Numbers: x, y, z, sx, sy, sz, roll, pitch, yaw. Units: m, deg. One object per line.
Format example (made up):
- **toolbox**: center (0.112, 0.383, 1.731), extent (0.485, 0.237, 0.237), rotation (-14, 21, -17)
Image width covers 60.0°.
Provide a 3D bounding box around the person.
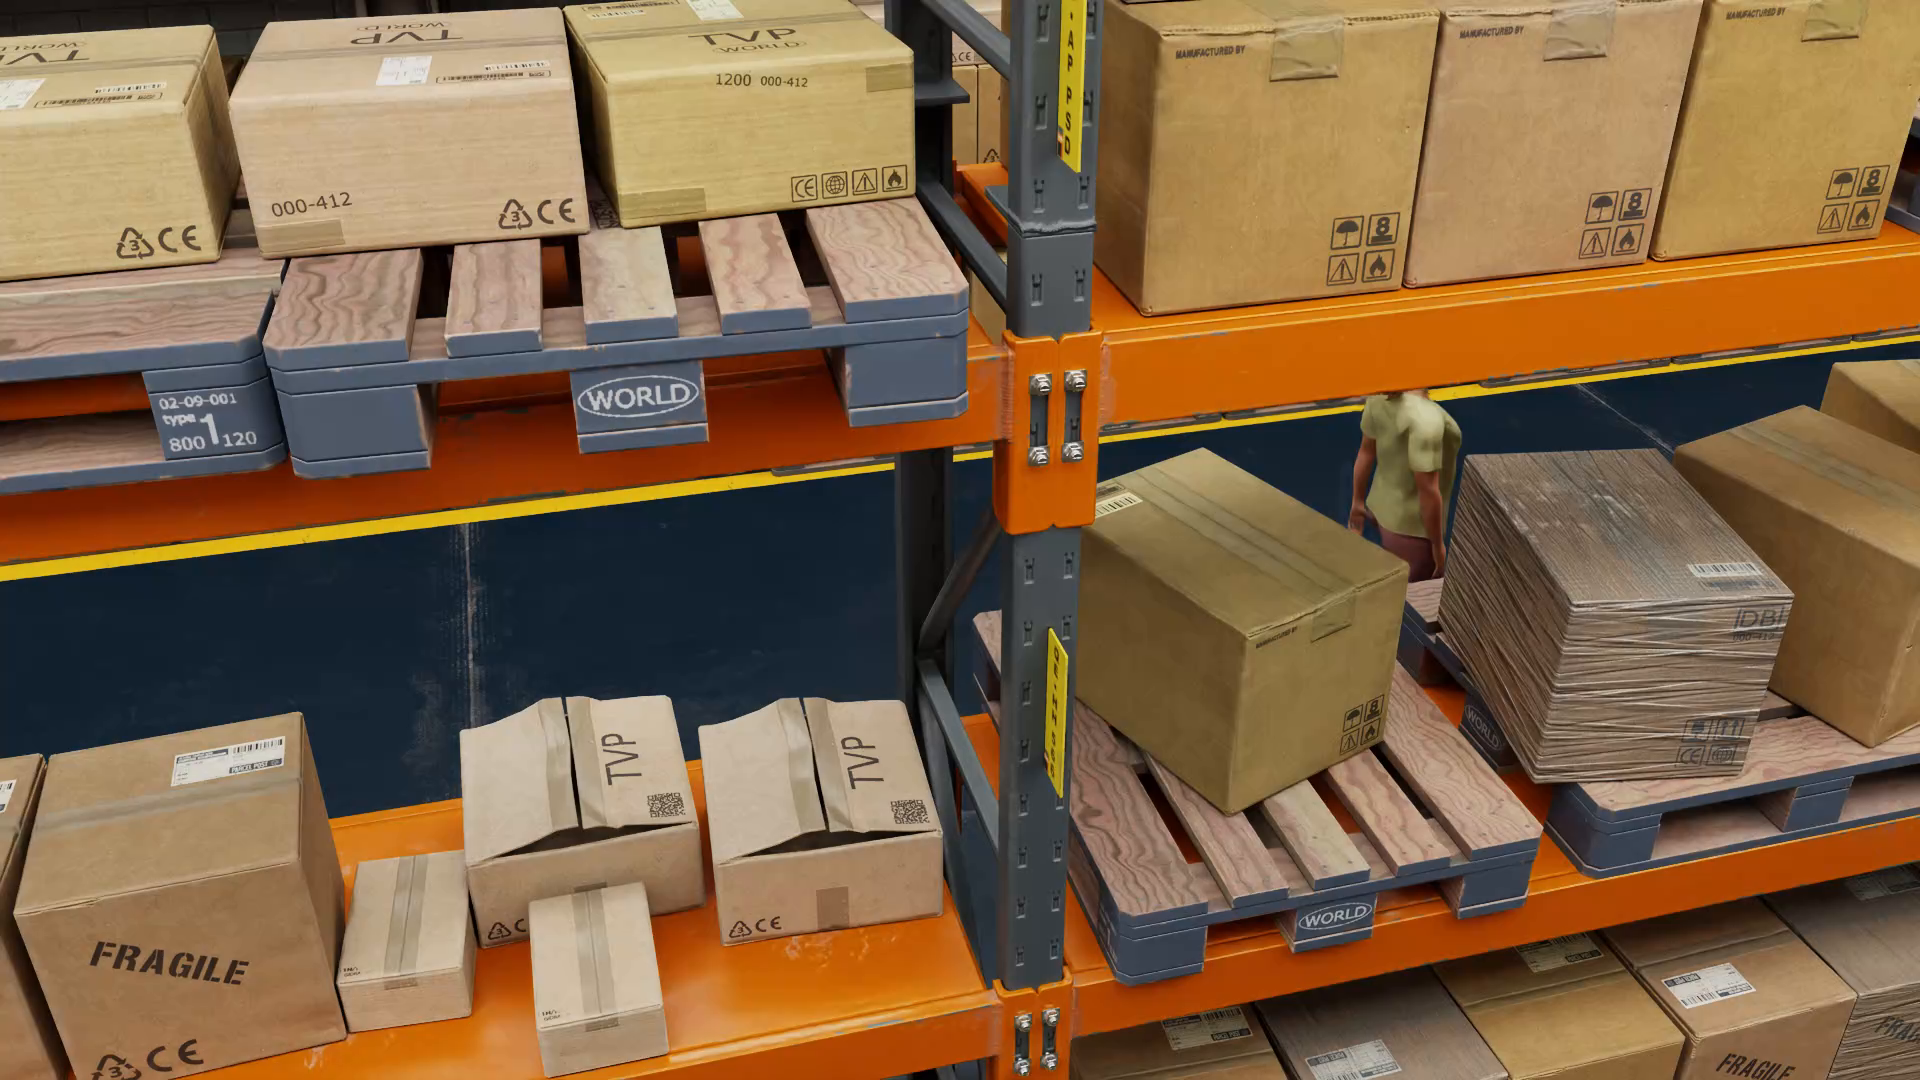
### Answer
- **person**: center (1.641, -0.062, 6.238), extent (0.865, 1.627, 0.453), rotation (-6, 31, -10)
